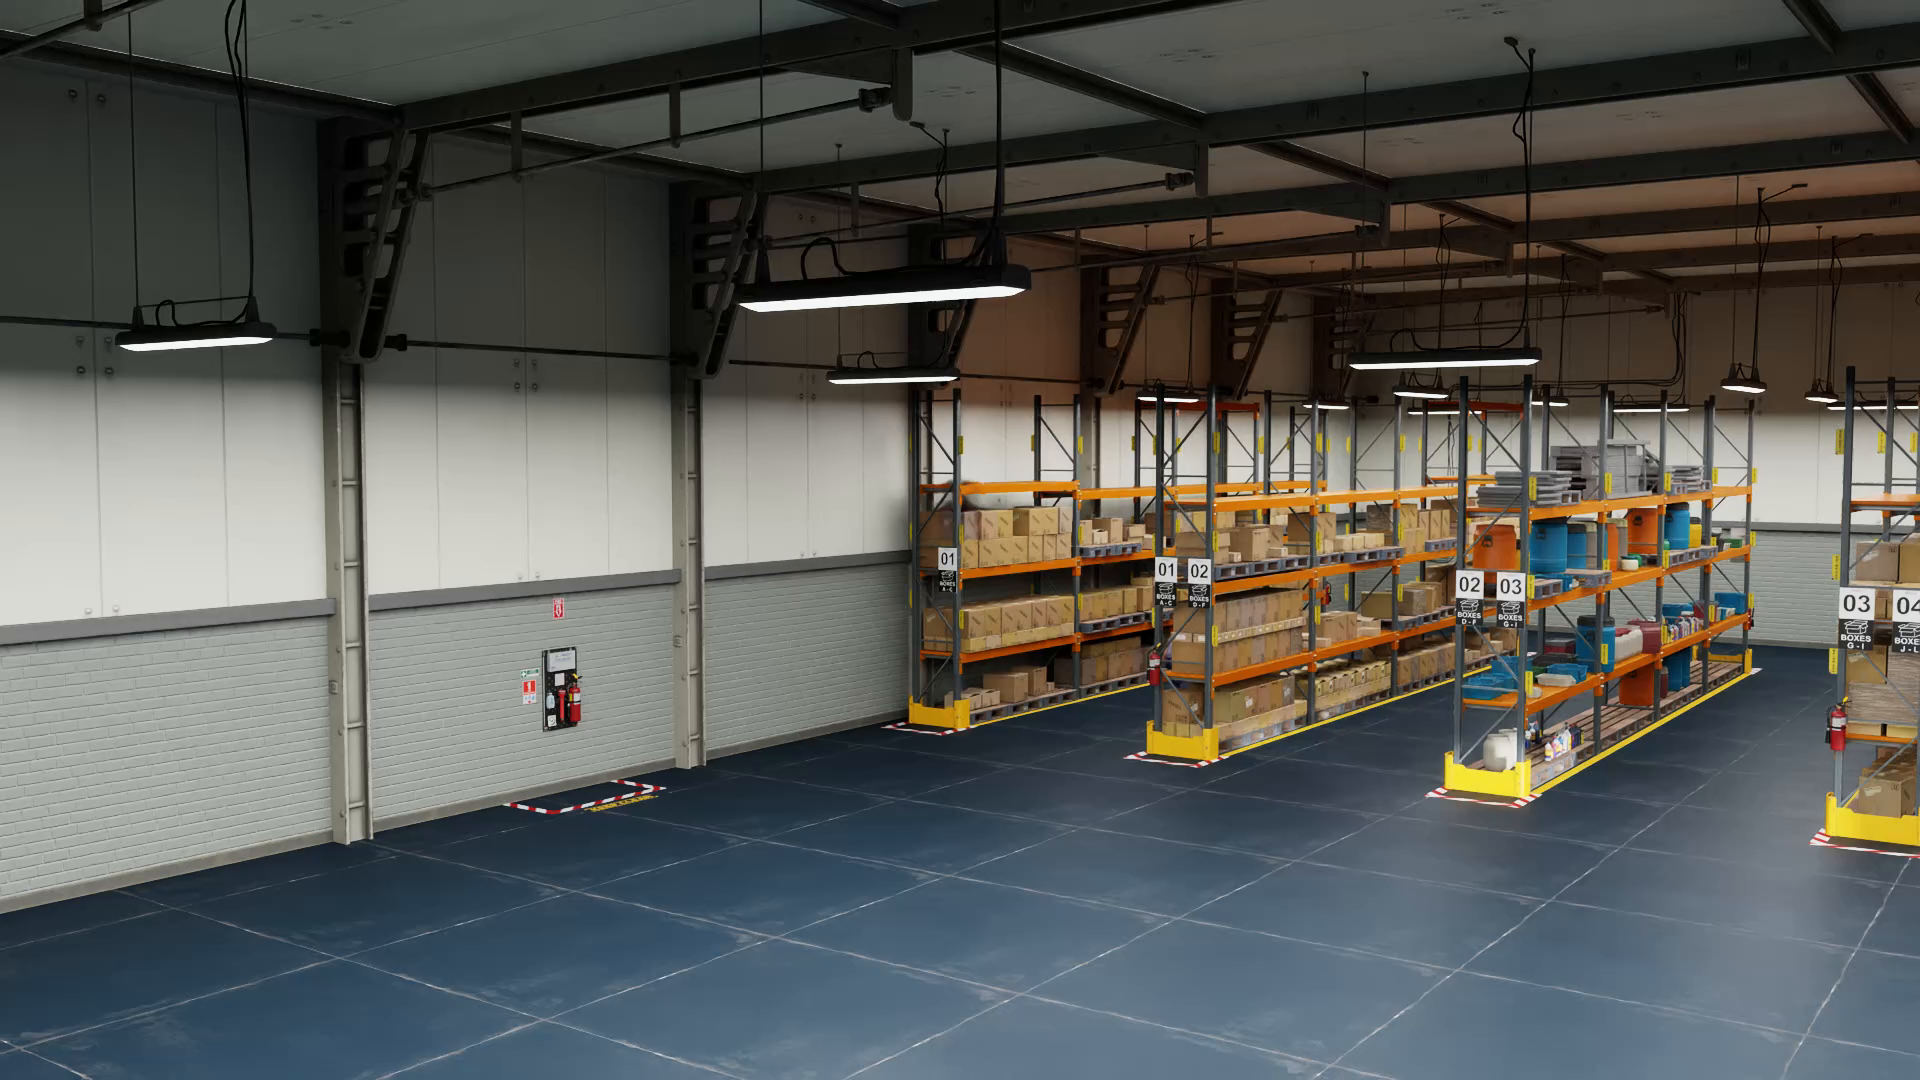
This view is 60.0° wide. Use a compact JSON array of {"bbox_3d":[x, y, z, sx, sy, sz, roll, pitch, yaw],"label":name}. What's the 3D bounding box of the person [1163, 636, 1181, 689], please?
[{"bbox_3d":[4.139,2.396,31.914,0.548,1.585,0.978,2,4,29],"label":"person"}]
